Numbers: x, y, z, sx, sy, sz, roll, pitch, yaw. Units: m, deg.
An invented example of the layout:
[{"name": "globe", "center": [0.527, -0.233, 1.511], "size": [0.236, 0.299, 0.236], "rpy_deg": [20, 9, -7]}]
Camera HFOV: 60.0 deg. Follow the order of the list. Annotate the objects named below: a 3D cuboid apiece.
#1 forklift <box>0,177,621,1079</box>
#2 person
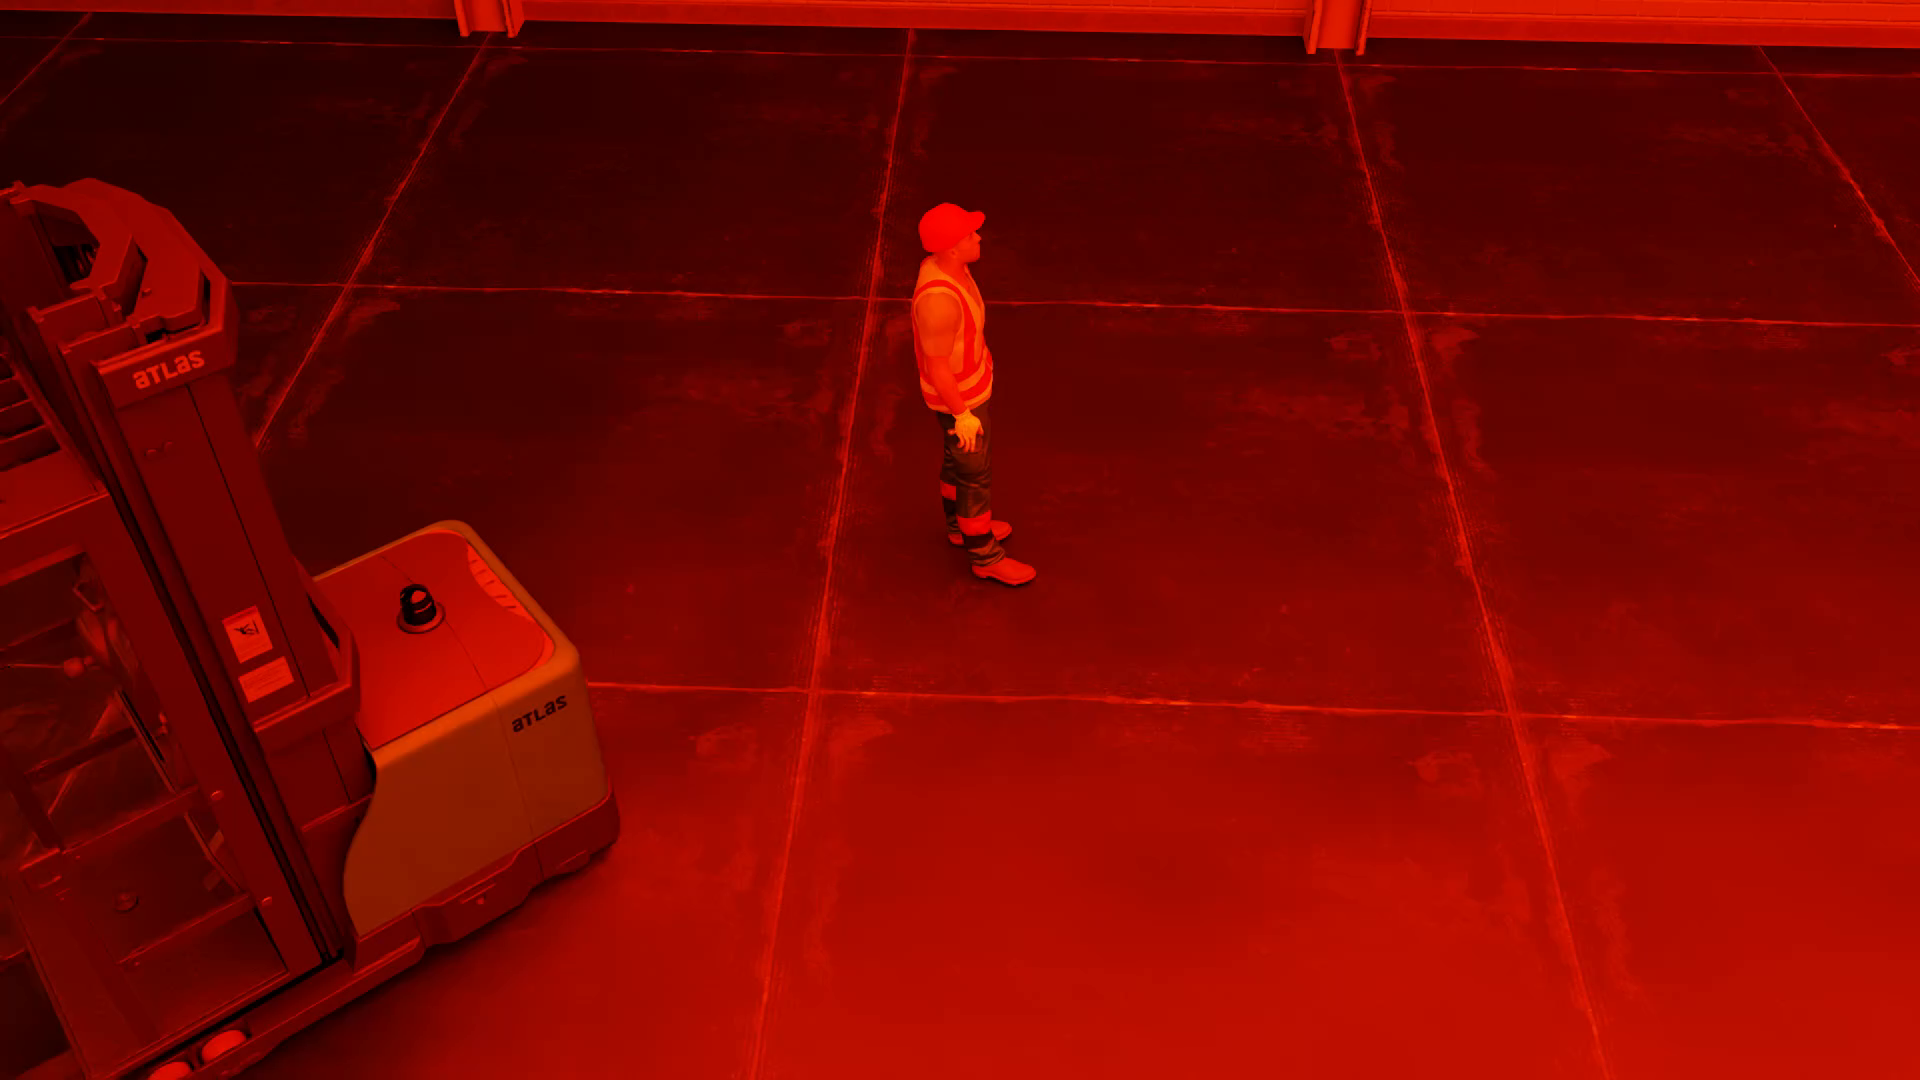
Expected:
[{"name": "forklift", "center": [-2.808, 0.481, 5.216], "size": [3.031, 2.935, 1.130], "rpy_deg": [-28, 49, -27]}, {"name": "person", "center": [0.080, -0.656, 7.298], "size": [0.562, 1.789, 0.638], "rpy_deg": [2, 42, 2]}]
